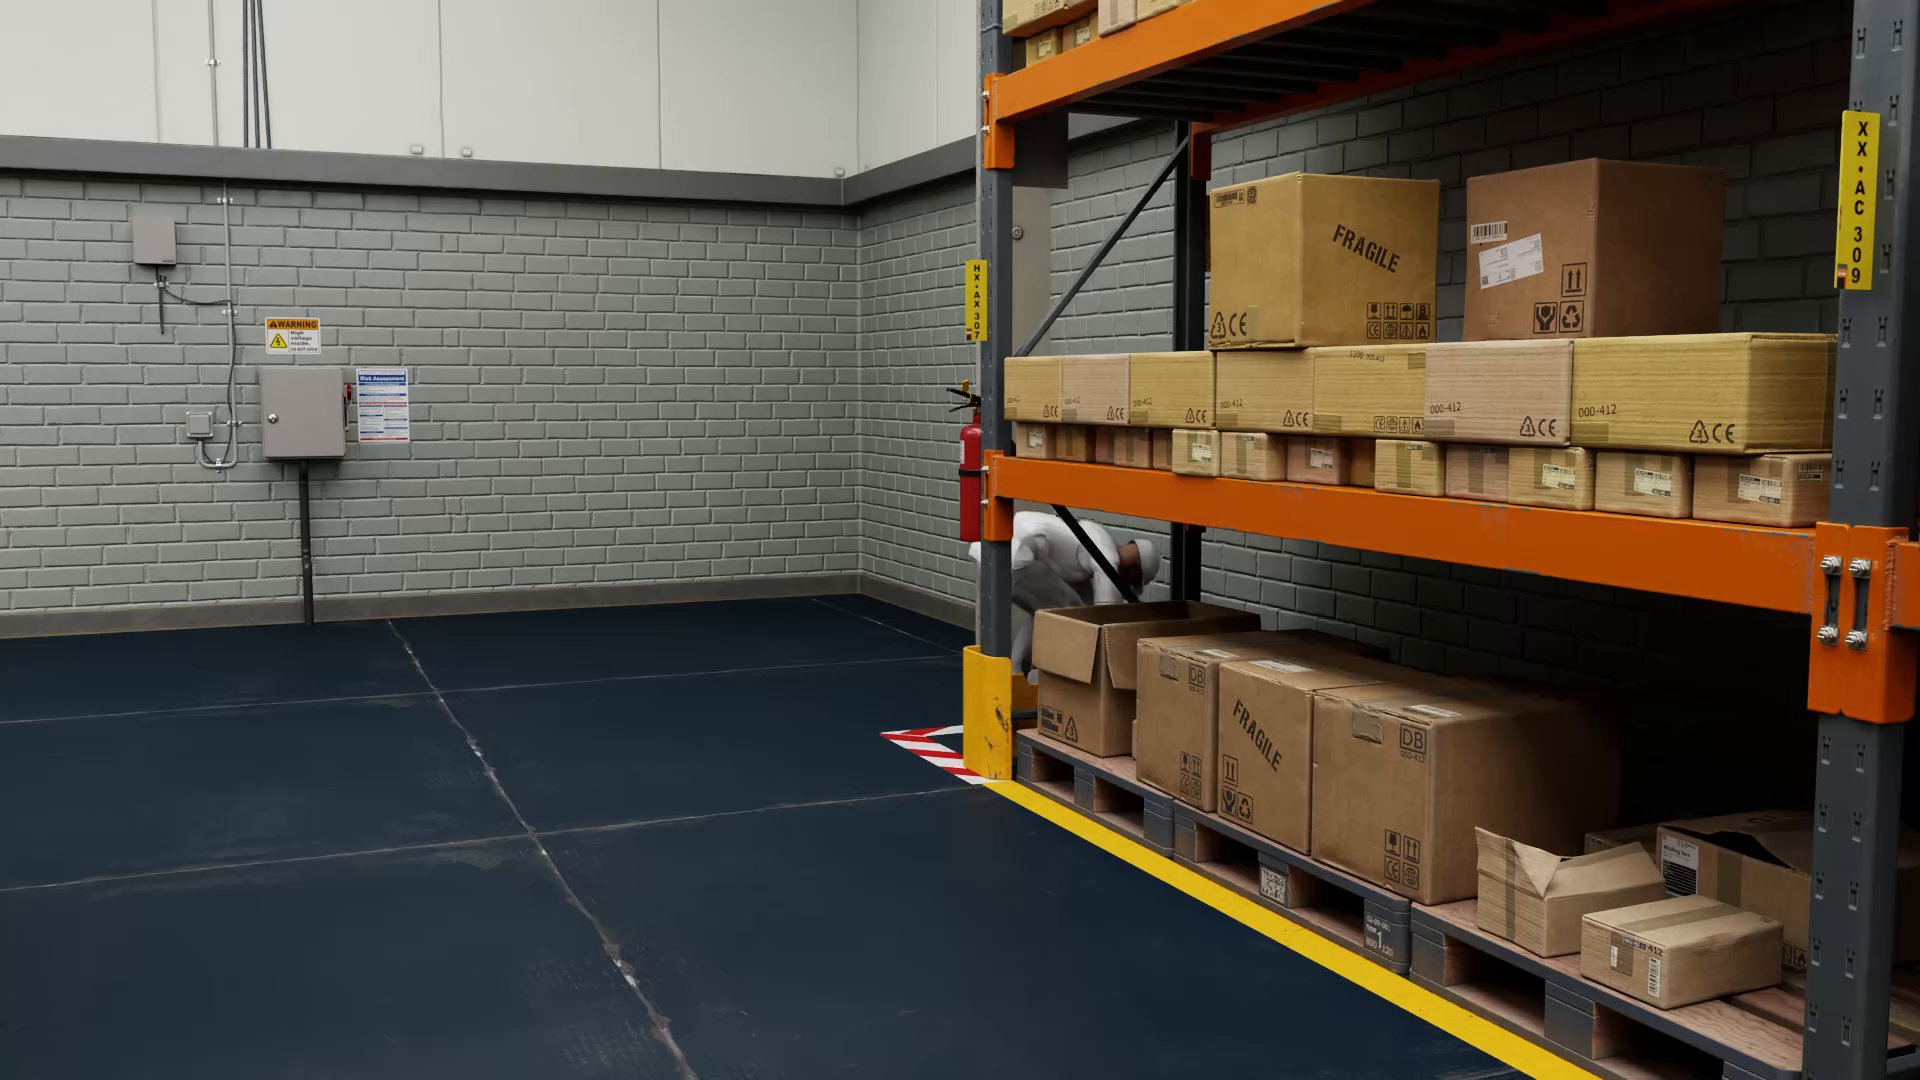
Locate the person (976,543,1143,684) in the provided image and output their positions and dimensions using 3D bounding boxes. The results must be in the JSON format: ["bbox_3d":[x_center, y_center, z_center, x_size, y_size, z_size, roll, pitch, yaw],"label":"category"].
[{"bbox_3d":[0.525,0.369,8.199,0.913,0.828,0.488,-2,6,-19],"label":"person"}]
